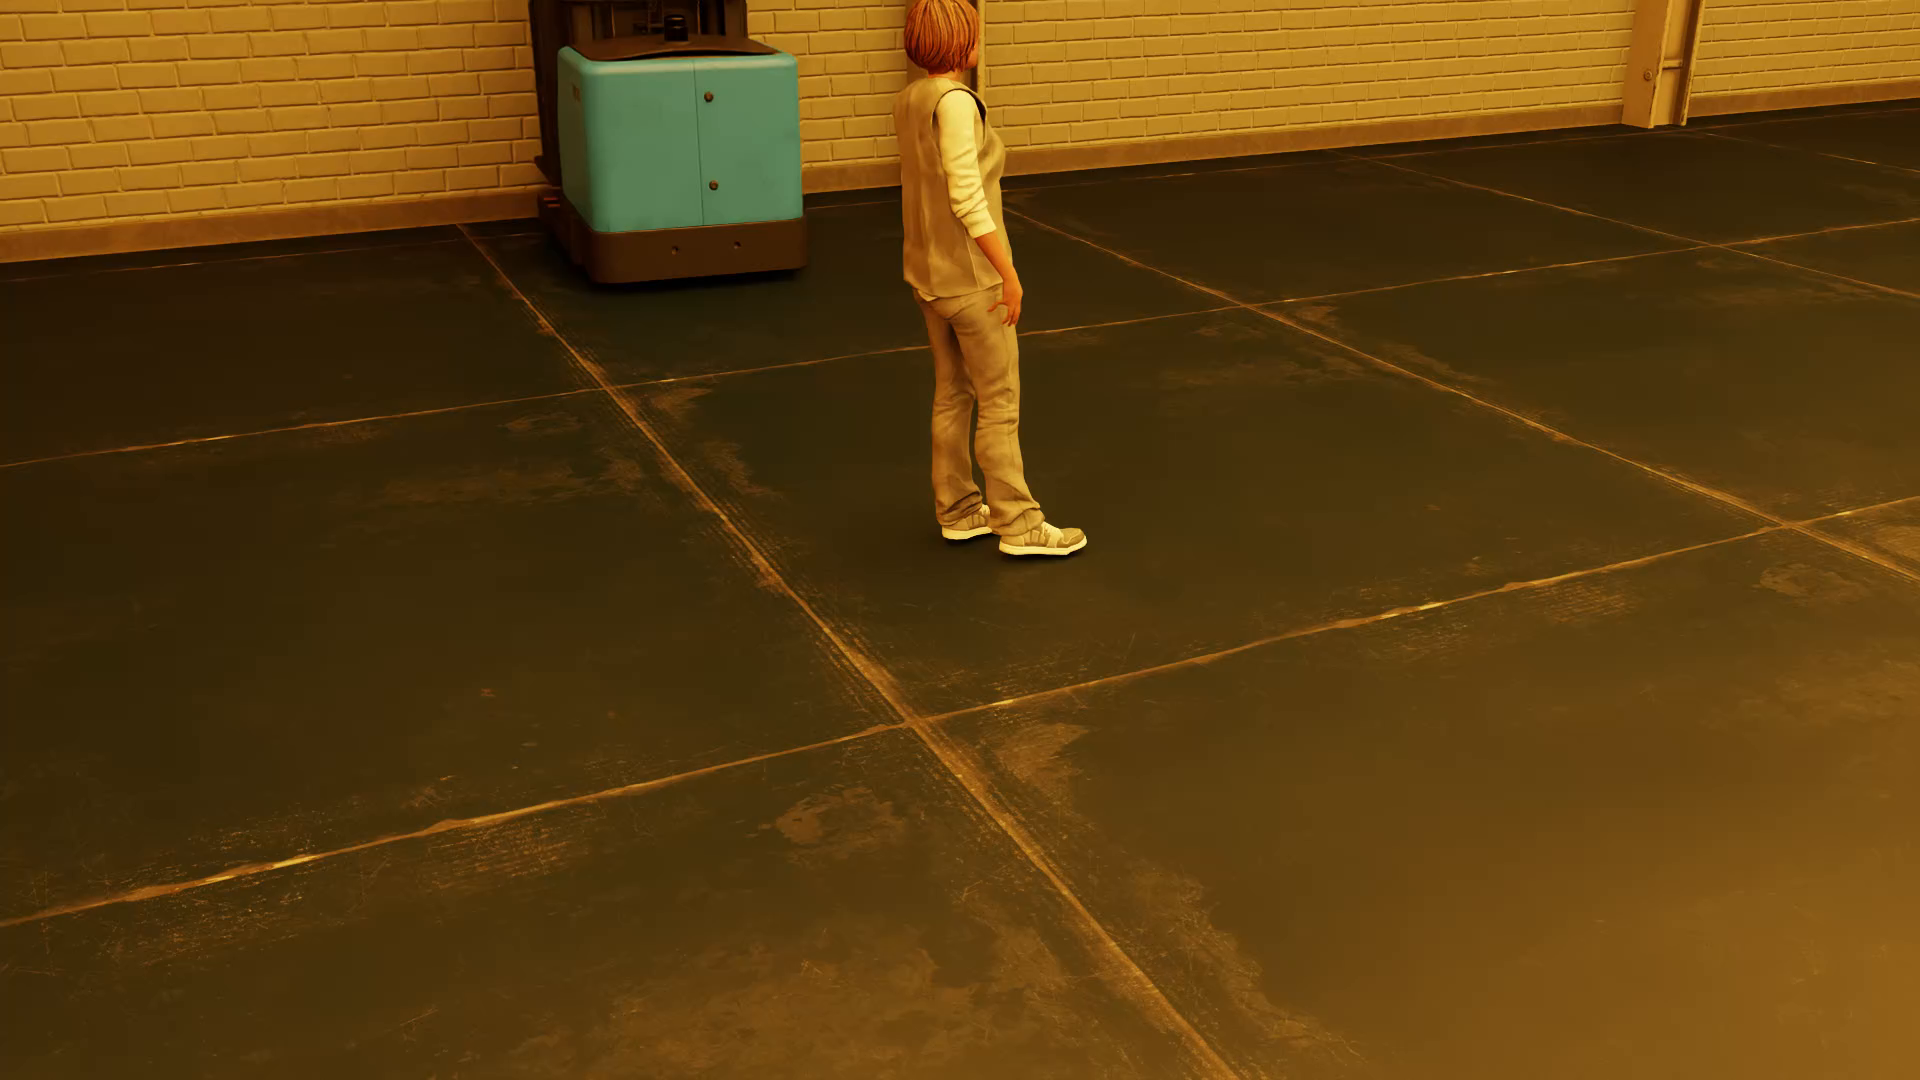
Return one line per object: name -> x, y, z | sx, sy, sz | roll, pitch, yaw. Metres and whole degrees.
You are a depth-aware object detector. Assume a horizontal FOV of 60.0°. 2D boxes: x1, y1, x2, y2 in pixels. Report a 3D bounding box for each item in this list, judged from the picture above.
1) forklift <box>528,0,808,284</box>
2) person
forklift -> -1.736, -3.094, 8.734 | 1.130, 2.935, 3.031 | -8, 24, -19
person -> 0.074, -0.752, 4.815 | 0.473, 1.599, 0.520 | -10, 25, -23
